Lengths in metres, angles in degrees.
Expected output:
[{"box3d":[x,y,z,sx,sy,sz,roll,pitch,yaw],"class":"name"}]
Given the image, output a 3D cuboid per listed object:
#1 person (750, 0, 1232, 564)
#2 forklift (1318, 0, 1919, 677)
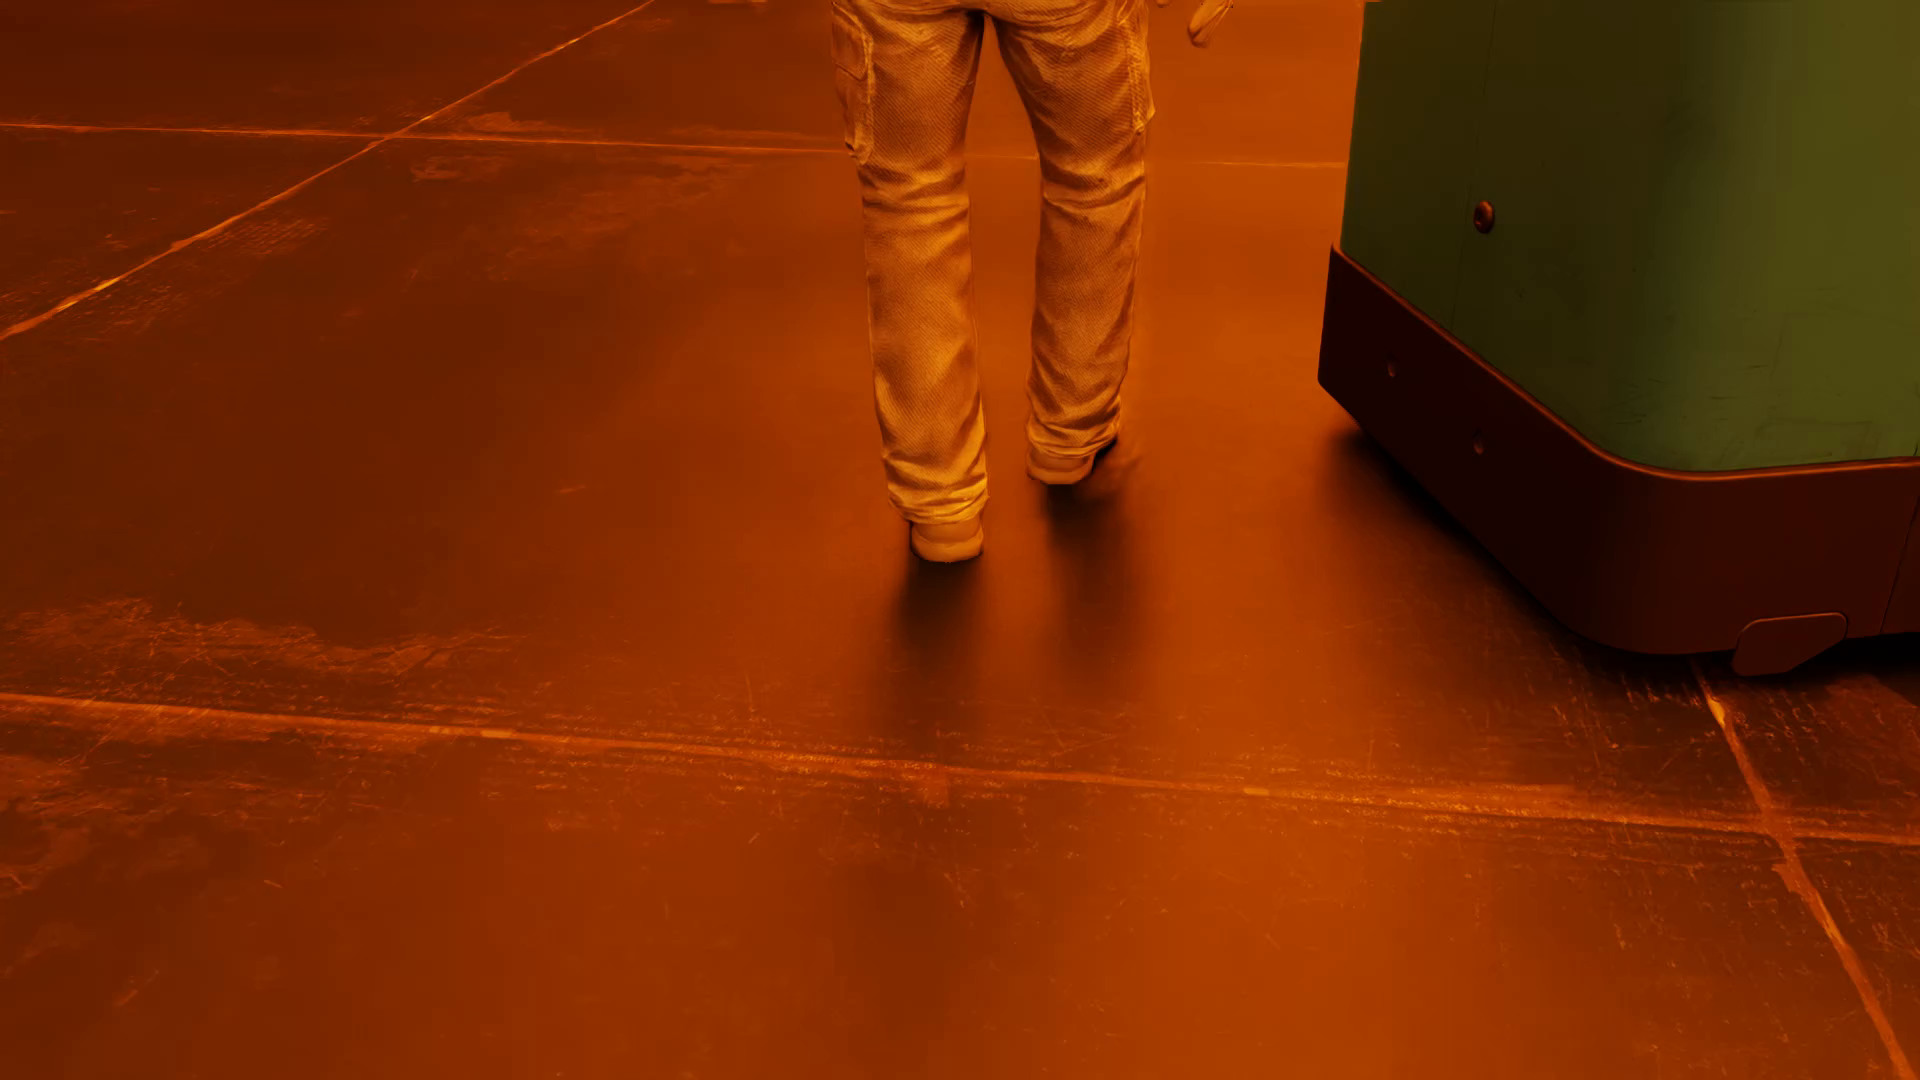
[{"box3d":[0.013,-0.878,2.293,0.729,1.778,0.582,1,27,2],"class":"person"},{"box3d":[2.188,-1.443,2.109,3.031,2.935,1.130,-4,27,-9],"class":"forklift"}]
